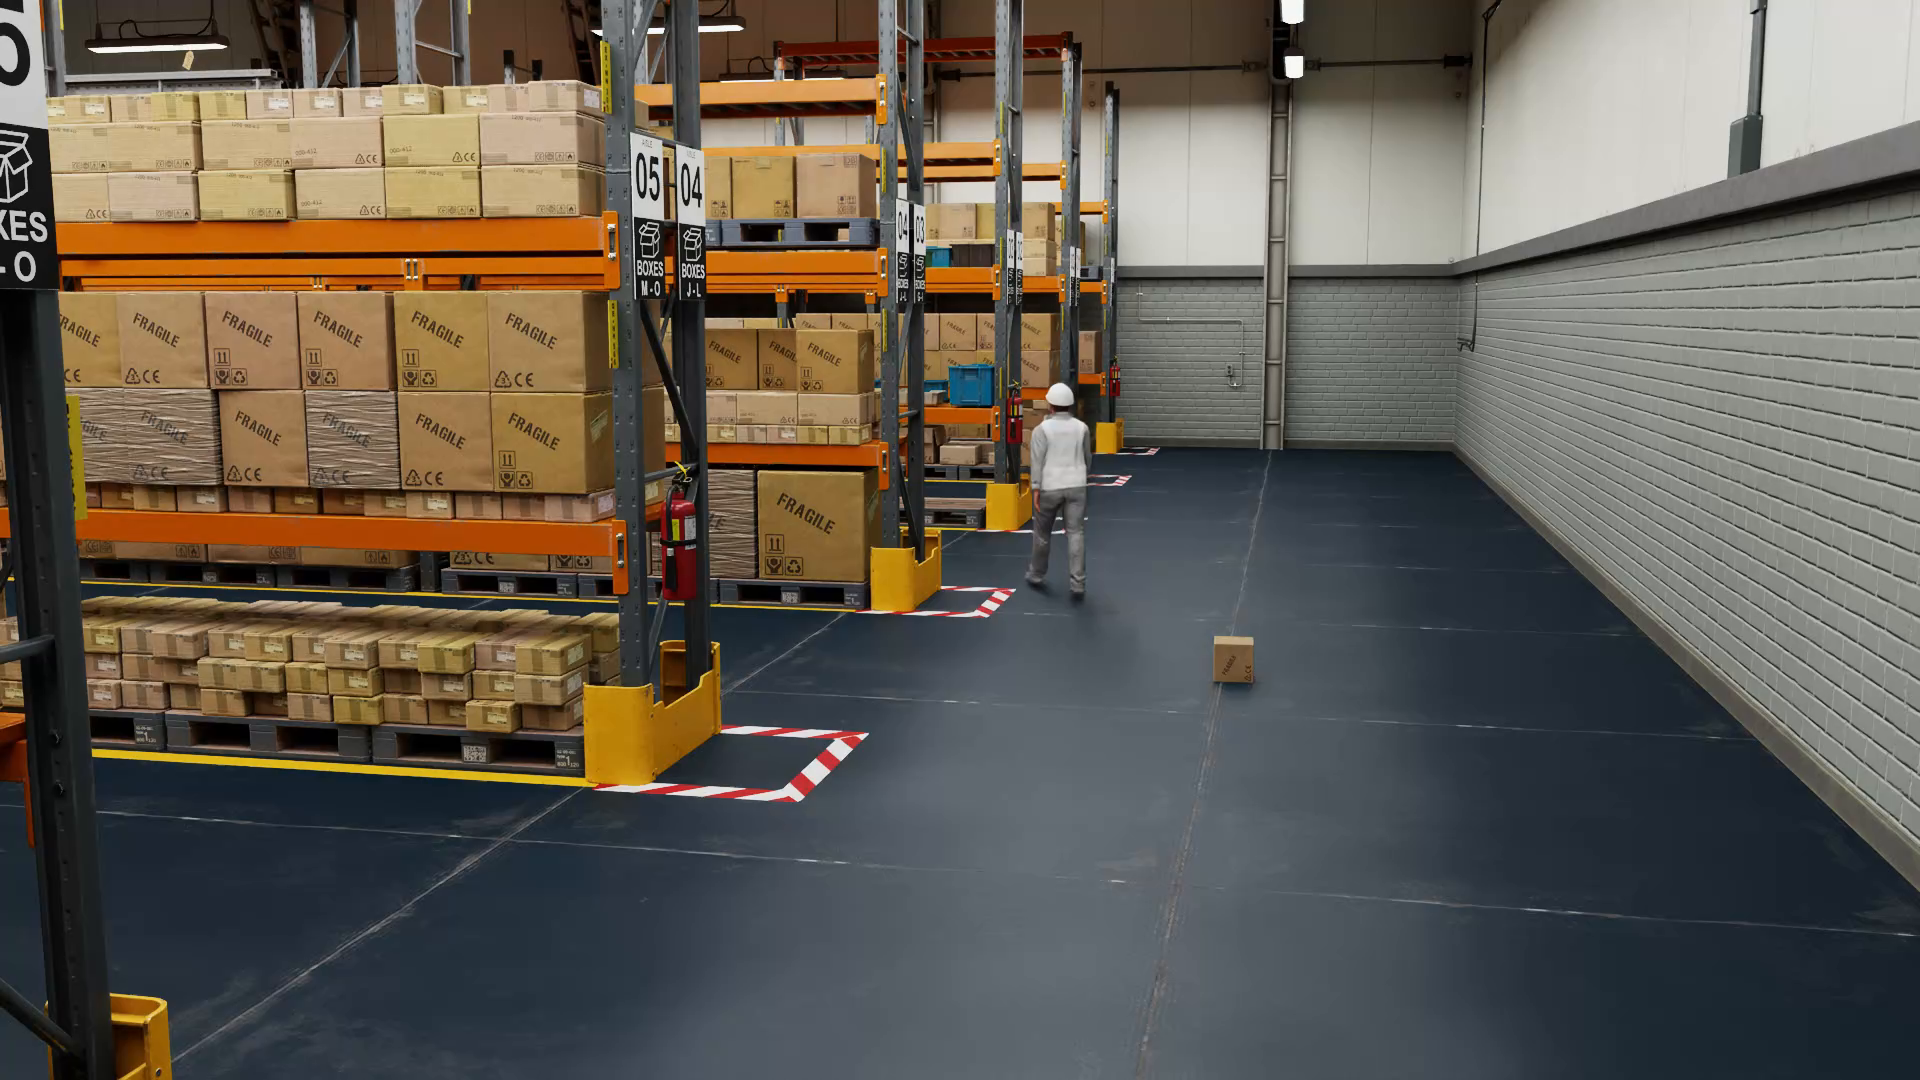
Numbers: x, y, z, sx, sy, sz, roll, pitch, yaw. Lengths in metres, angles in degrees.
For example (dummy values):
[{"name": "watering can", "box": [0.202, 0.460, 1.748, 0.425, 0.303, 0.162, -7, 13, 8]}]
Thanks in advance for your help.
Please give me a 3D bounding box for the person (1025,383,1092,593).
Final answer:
[{"name": "person", "box": [0.822, -0.461, 13.942, 0.560, 1.715, 0.997, -1, 8, -9]}]
